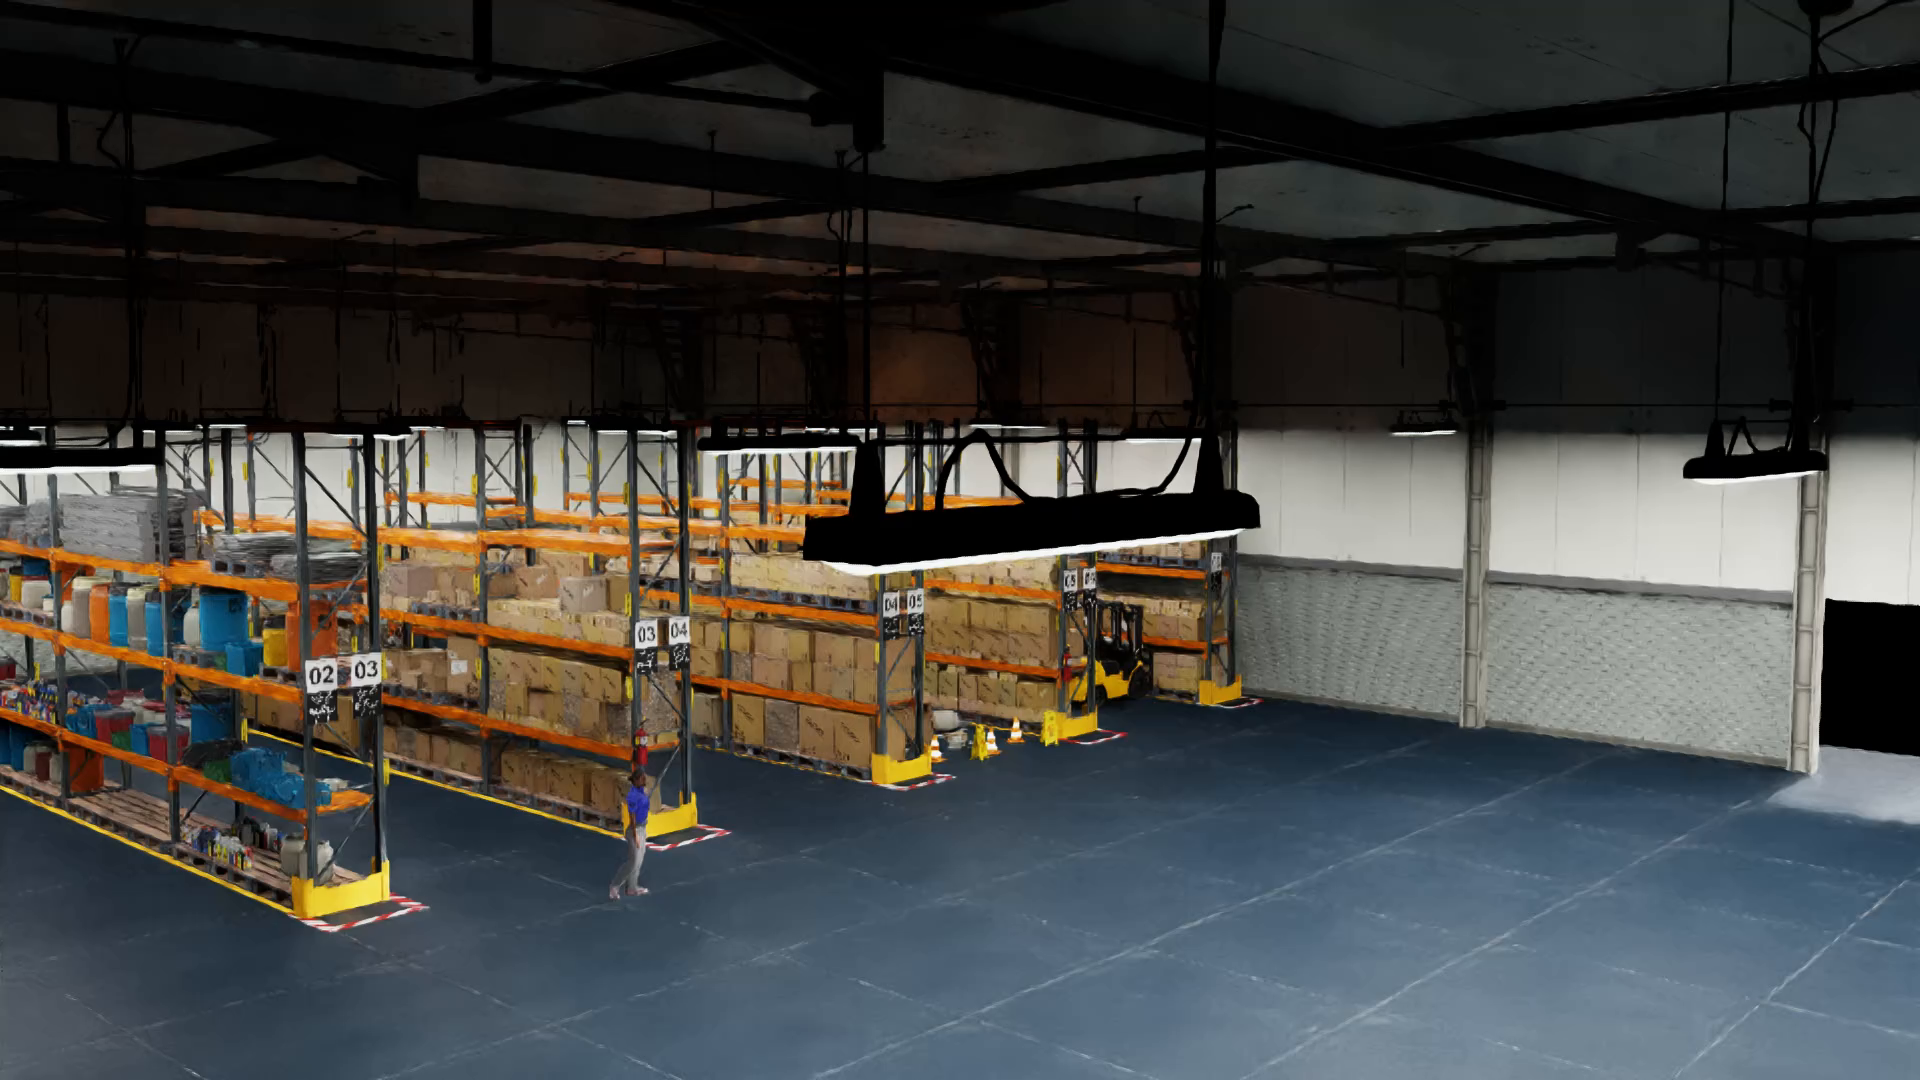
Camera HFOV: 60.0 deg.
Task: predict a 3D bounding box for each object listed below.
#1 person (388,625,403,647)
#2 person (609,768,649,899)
[{"bbox_3d":[-12.320,2.600,36.350,0.519,1.541,0.566,4,6,40],"label":"person"},{"bbox_3d":[-4.247,3.766,21.322,0.490,1.652,0.653,0,5,1],"label":"person"}]
